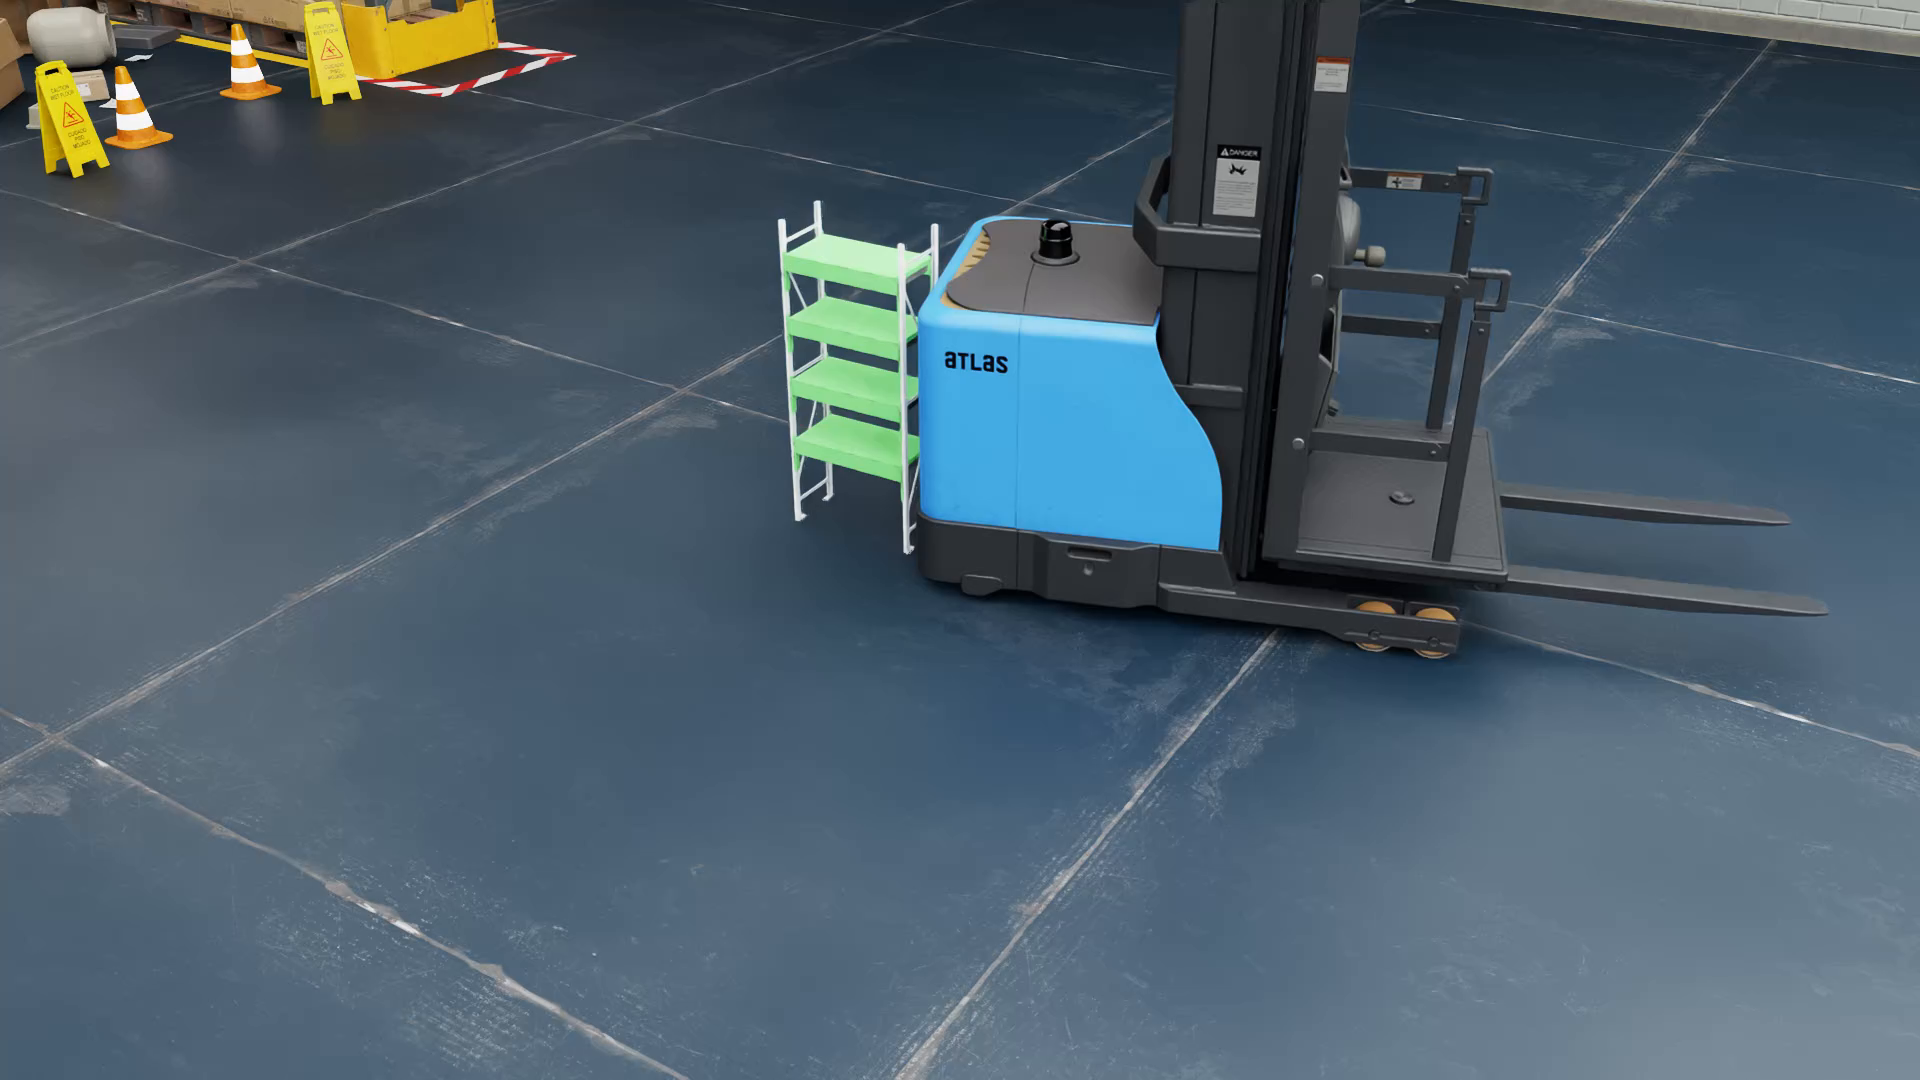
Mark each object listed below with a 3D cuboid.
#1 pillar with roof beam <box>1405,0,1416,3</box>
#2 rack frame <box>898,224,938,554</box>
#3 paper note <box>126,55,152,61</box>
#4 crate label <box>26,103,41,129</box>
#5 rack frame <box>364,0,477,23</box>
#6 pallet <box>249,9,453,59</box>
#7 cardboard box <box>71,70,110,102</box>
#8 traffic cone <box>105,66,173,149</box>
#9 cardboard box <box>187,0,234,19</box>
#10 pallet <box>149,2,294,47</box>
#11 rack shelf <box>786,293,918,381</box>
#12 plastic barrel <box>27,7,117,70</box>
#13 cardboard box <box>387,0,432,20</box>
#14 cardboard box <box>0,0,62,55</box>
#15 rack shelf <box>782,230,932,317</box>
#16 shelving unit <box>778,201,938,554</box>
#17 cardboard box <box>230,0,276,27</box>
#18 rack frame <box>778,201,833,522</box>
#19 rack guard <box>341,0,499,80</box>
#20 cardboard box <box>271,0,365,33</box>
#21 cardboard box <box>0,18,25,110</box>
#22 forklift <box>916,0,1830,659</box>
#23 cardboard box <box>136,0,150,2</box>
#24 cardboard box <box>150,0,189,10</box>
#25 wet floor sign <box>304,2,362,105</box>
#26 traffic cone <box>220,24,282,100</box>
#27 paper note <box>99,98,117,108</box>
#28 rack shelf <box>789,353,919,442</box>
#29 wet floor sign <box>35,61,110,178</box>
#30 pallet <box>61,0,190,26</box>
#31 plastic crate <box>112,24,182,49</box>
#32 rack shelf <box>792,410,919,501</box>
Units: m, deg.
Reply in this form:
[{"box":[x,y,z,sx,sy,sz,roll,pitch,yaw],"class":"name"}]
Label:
[{"box":[1.423,-6.690,8.787,0.400,9.000,9.100,18,35,27],"class":"pillar with roof beam"},{"box":[-0.143,-0.520,5.950,0.015,1.200,0.240,16,34,26],"class":"rack frame"},{"box":[-6.116,-3.598,12.387,0.148,0.019,0.142,6,31,10],"class":"paper note"},{"box":[-5.946,-2.800,10.914,0.298,0.136,0.250,1,30,2],"class":"crate label"},{"box":[-3.895,-4.853,11.592,0.127,3.000,1.000,18,35,27],"class":"rack frame"},{"box":[-4.629,-3.901,12.728,1.213,0.211,1.003,18,35,27],"class":"pallet"},{"box":[-6.078,-3.110,11.434,0.380,0.149,0.250,-15,33,-24],"class":"cardboard box"},{"box":[-5.247,-2.757,10.516,0.334,0.463,0.336,18,35,27],"class":"traffic cone"},{"box":[-5.603,-4.228,12.833,0.500,0.250,0.500,16,34,26],"class":"cardboard box"},{"box":[-5.658,-4.229,13.289,1.213,0.211,1.003,18,35,27],"class":"pallet"},{"box":[-0.354,-0.733,5.967,0.480,0.148,0.258,16,34,26],"class":"rack shelf"},{"box":[-6.449,-3.647,12.082,0.512,0.421,0.421,-9,32,-15],"class":"plastic barrel"},{"box":[-4.431,-4.181,12.751,0.500,0.250,0.500,17,34,27],"class":"cardboard box"},{"box":[-7.099,-3.978,12.570,0.500,0.500,0.500,-9,32,-15],"class":"cardboard box"},{"box":[-0.354,-0.941,5.846,0.480,0.148,0.258,16,34,26],"class":"rack shelf"},{"box":[-0.354,-0.581,6.055,0.503,1.200,0.258,16,34,26],"class":"shelving unit"},{"box":[-5.157,-4.090,12.597,0.500,0.250,0.500,18,35,28],"class":"cardboard box"},{"box":[-0.565,-0.643,6.161,0.015,1.200,0.240,16,34,26],"class":"rack frame"},{"box":[-3.959,-3.793,12.256,0.348,0.500,1.175,18,35,27],"class":"rack guard"},{"box":[-4.743,-3.955,12.364,0.500,0.250,0.500,17,34,27],"class":"cardboard box"},{"box":[-6.729,-3.165,11.175,0.637,0.503,0.797,-4,30,-7],"class":"cardboard box"},{"box":[1.418,-1.163,5.336,3.031,2.935,1.130,6,31,11],"class":"forklift"},{"box":[-6.468,-4.507,13.310,0.500,0.250,0.500,20,36,30],"class":"cardboard box"},{"box":[-6.018,-4.366,13.068,0.500,0.250,0.500,17,34,27],"class":"cardboard box"},{"box":[-4.303,-3.328,11.315,0.267,0.644,0.232,-21,36,-32],"class":"wet floor sign"},{"box":[-4.945,-3.322,11.485,0.334,0.463,0.336,18,35,27],"class":"traffic cone"},{"box":[-5.754,-2.974,11.318,0.142,0.019,0.148,6,31,10],"class":"paper note"},{"box":[-0.354,-0.526,6.088,0.480,0.148,0.258,16,34,26],"class":"rack shelf"},{"box":[-5.364,-2.533,9.952,0.232,0.644,0.267,12,32,19],"class":"wet floor sign"},{"box":[-6.695,-4.555,13.848,1.213,0.211,1.003,18,35,27],"class":"pallet"},{"box":[-6.389,-3.893,12.843,0.583,0.080,0.402,6,31,10],"class":"plastic crate"},{"box":[-0.354,-0.319,6.209,0.480,0.148,0.258,16,34,26],"class":"rack shelf"}]
